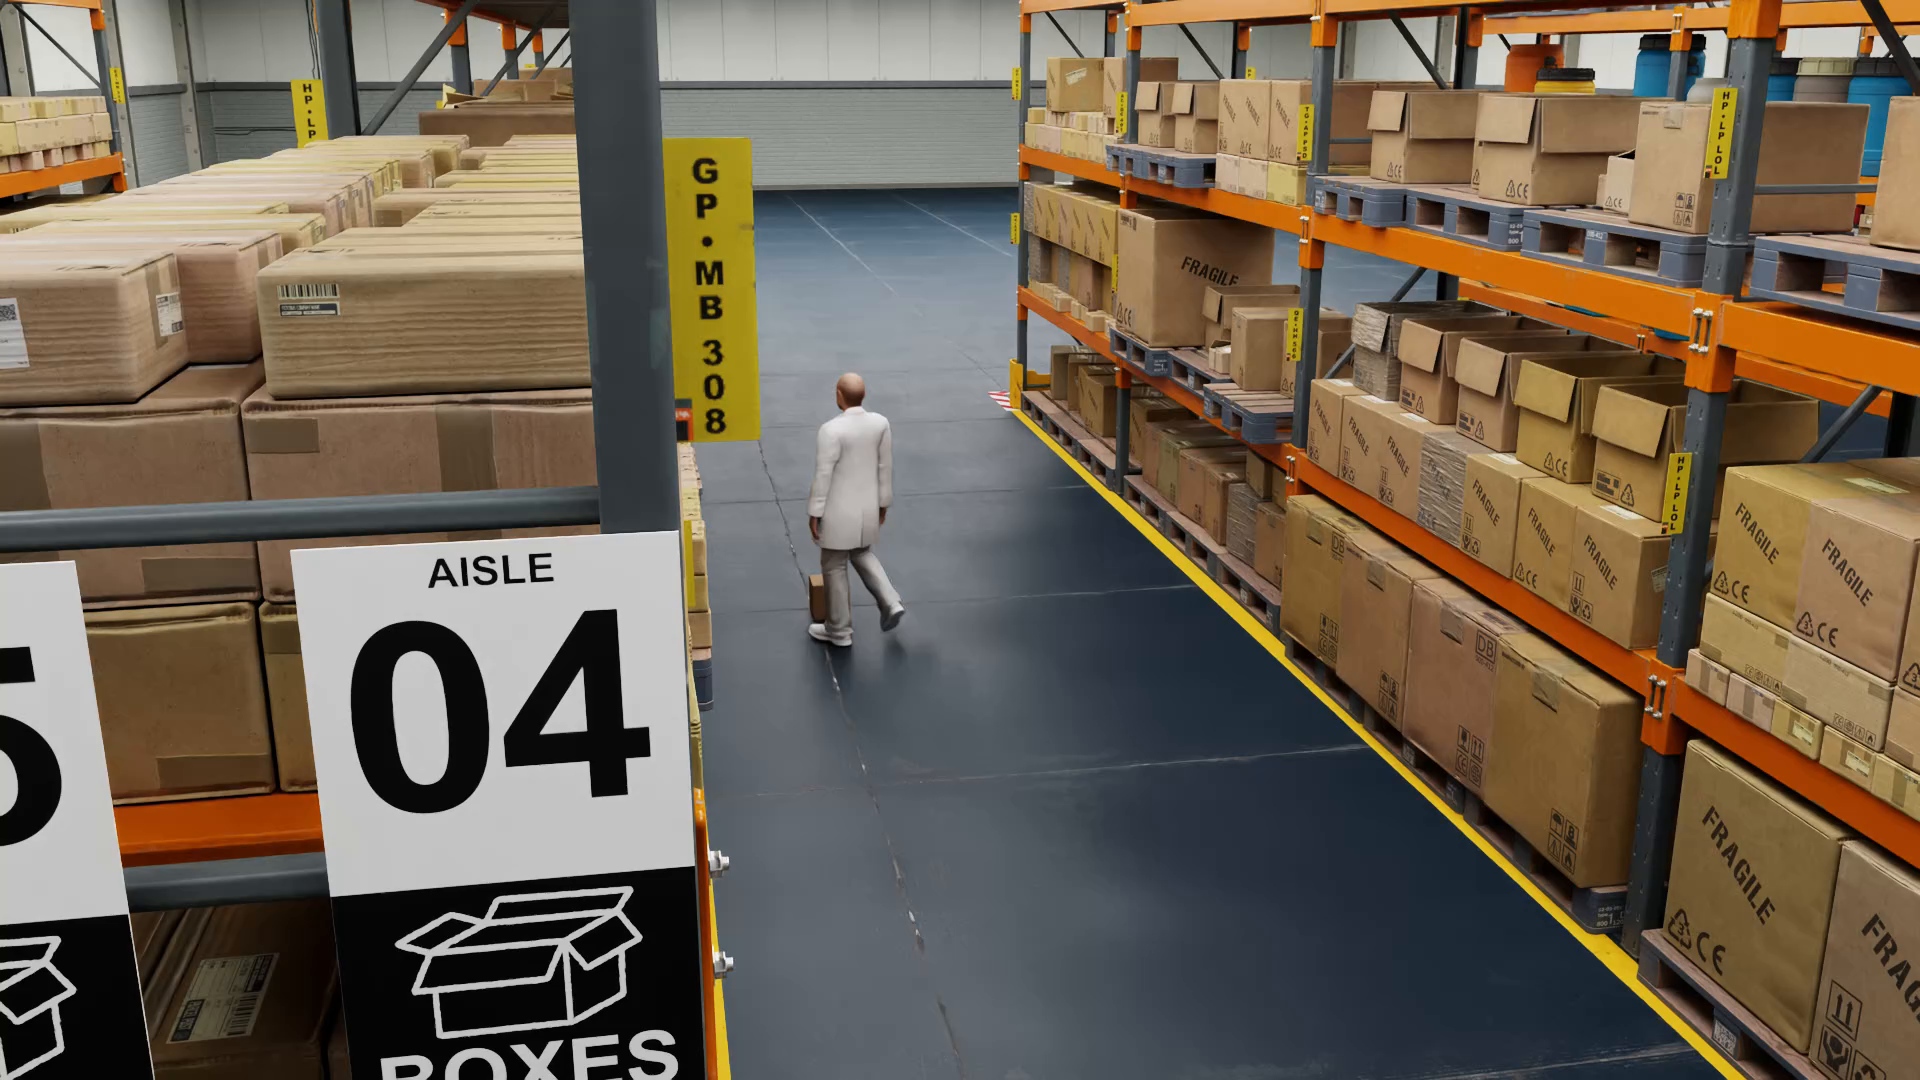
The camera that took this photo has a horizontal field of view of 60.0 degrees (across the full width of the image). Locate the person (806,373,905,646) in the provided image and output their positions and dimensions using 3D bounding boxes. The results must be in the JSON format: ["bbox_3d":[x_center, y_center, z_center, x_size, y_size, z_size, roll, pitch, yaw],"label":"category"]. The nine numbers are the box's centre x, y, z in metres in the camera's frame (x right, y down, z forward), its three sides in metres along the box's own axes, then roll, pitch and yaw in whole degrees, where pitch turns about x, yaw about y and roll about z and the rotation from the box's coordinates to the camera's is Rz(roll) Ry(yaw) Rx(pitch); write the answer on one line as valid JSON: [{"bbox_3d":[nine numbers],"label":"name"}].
[{"bbox_3d":[-0.713,-0.192,10.691,0.630,1.777,0.569,-13,20,-37],"label":"person"}]
